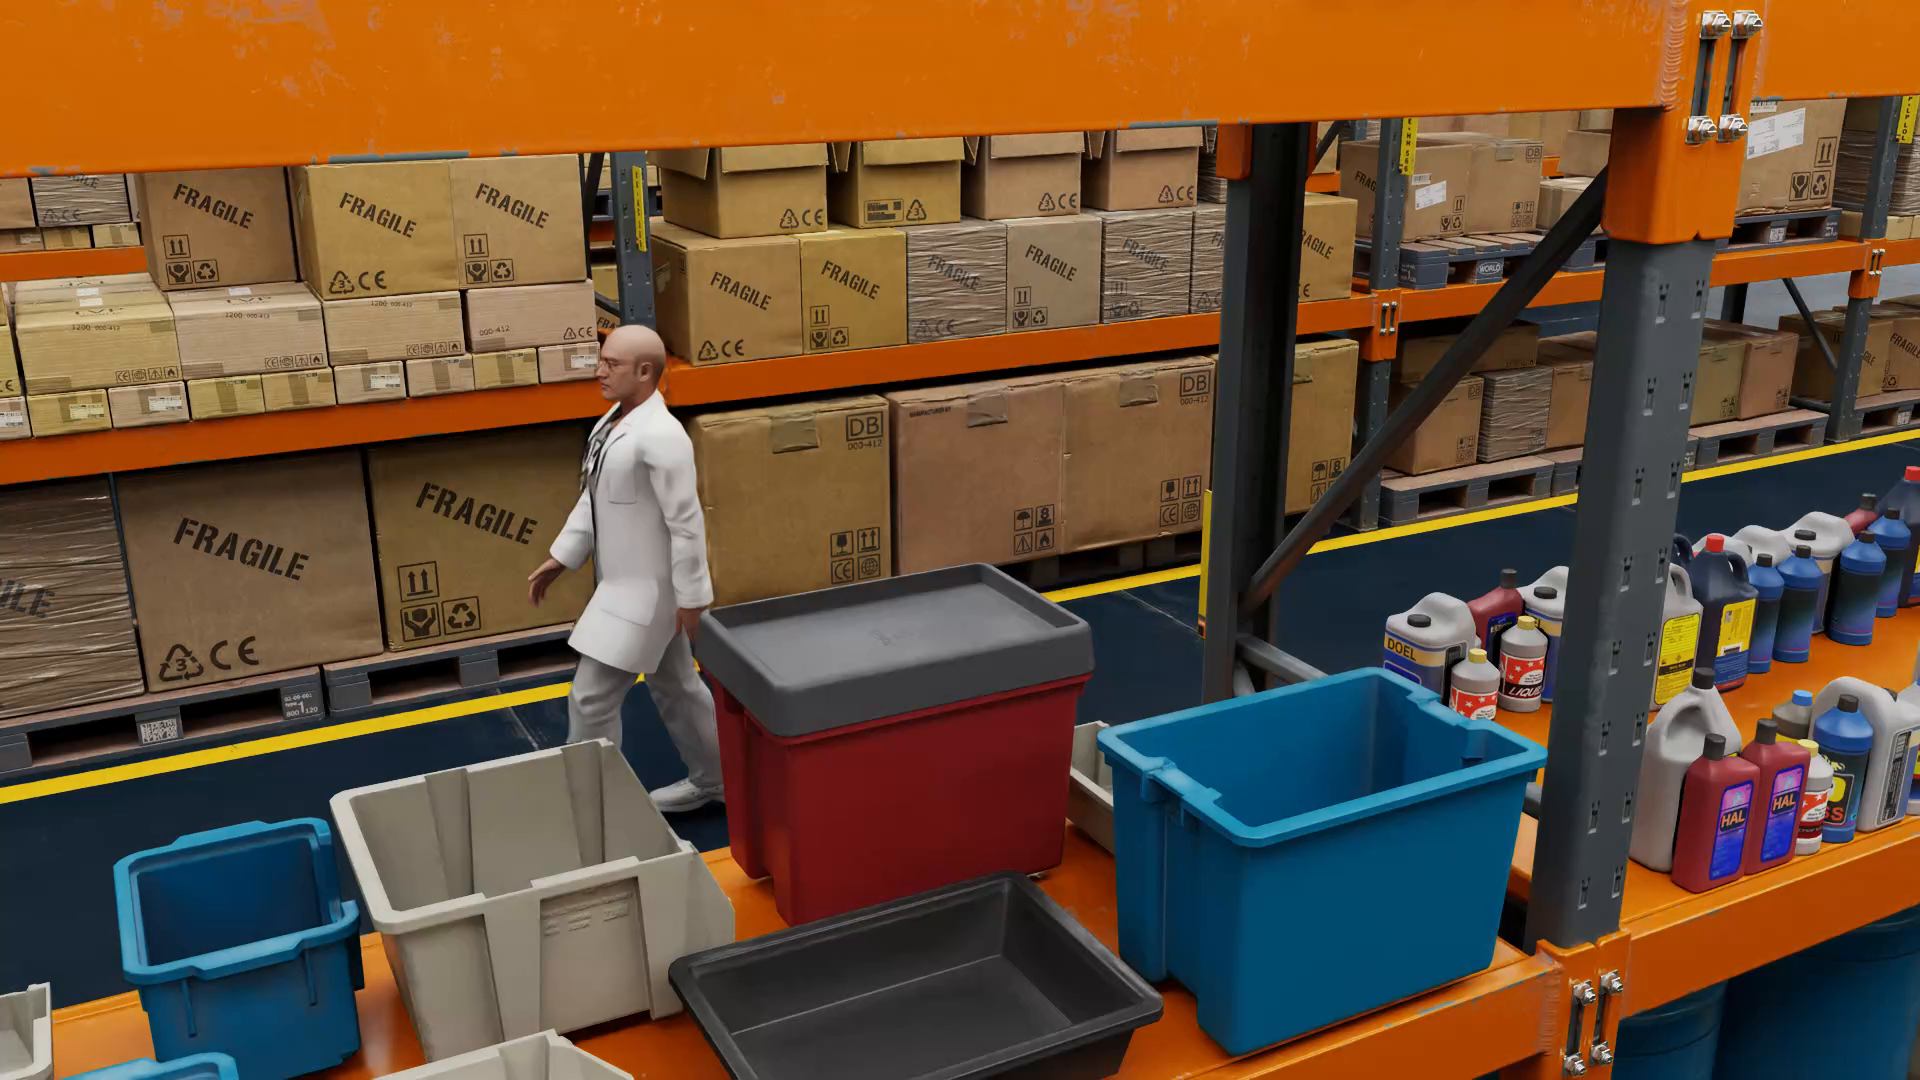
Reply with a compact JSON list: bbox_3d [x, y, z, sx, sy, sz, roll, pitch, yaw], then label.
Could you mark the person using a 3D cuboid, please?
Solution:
[{"bbox_3d":[-1.130,0.193,5.530,0.870,1.817,0.589,-7,20,-21],"label":"person"}]
